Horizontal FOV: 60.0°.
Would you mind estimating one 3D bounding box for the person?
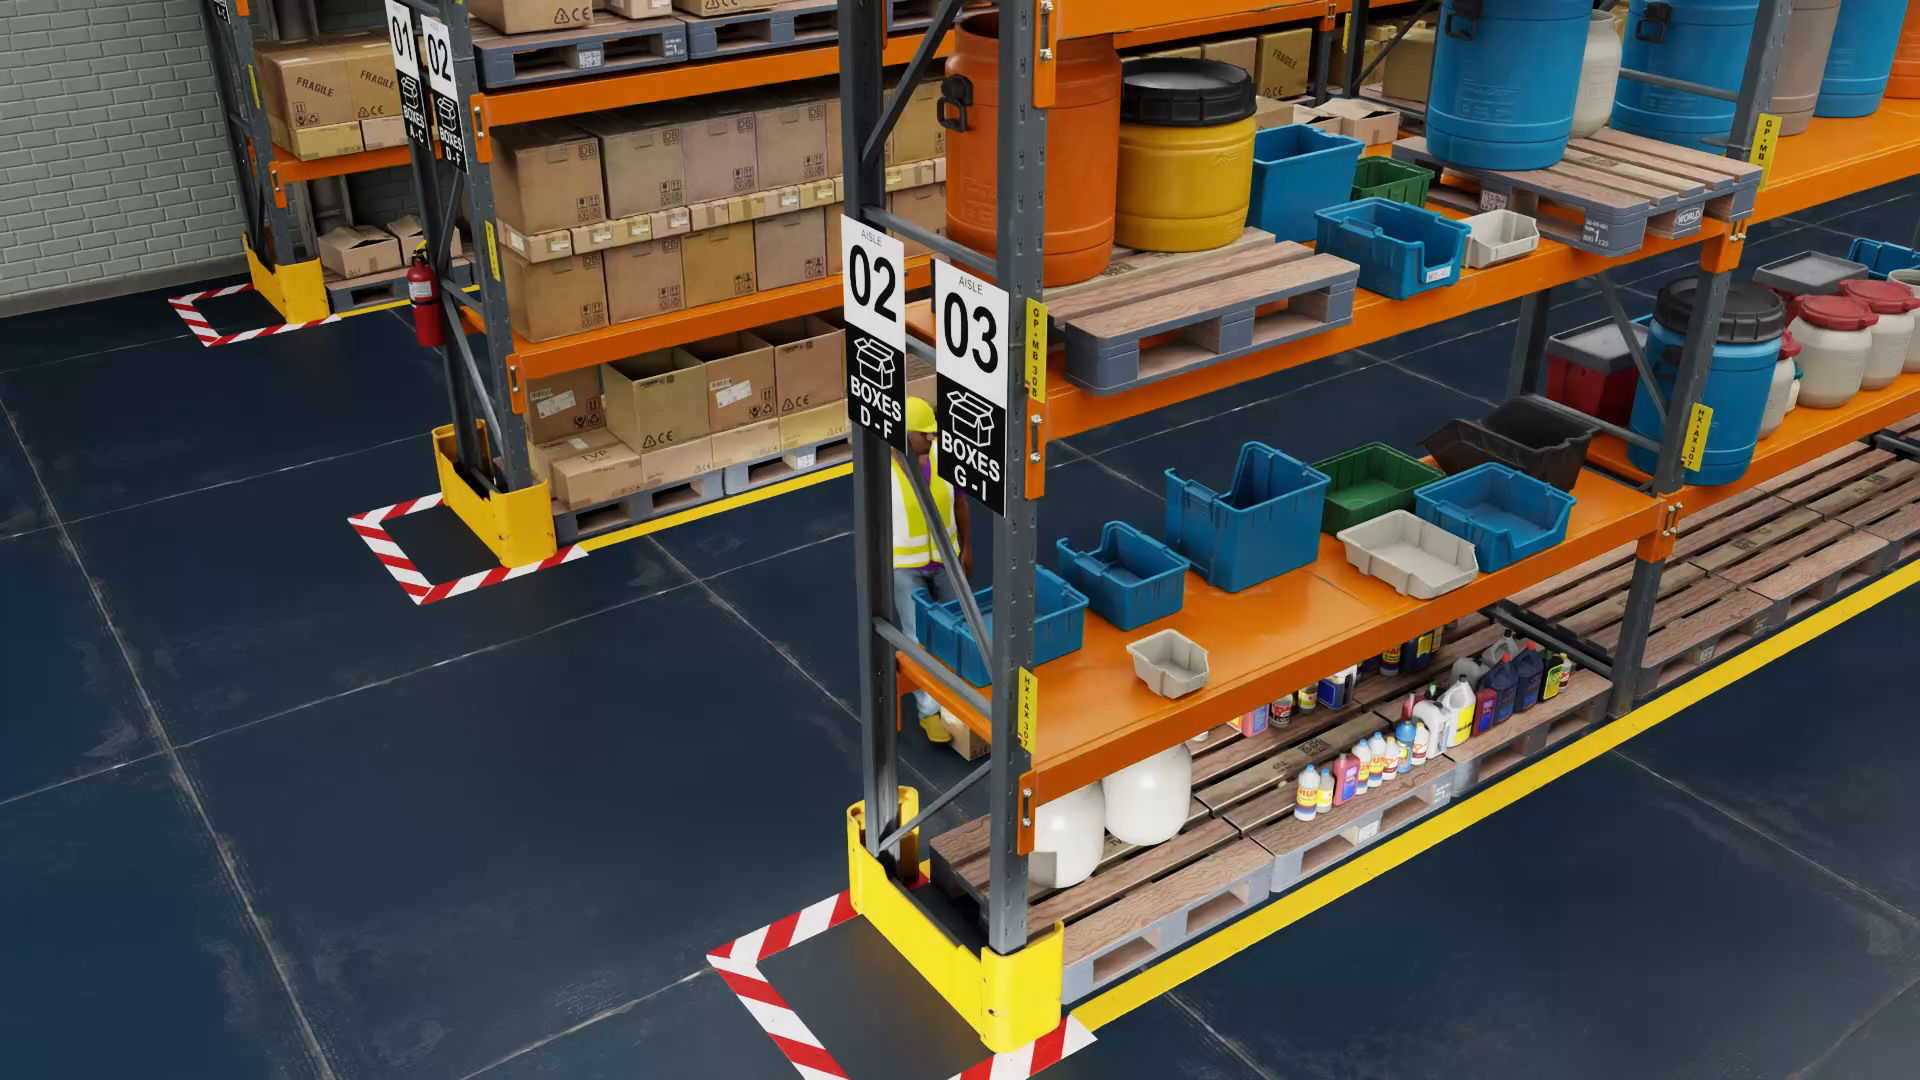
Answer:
[{"bbox_3d":[-0.174,0.101,8.438,0.586,1.774,0.636,-19,34,-30],"label":"person"}]
